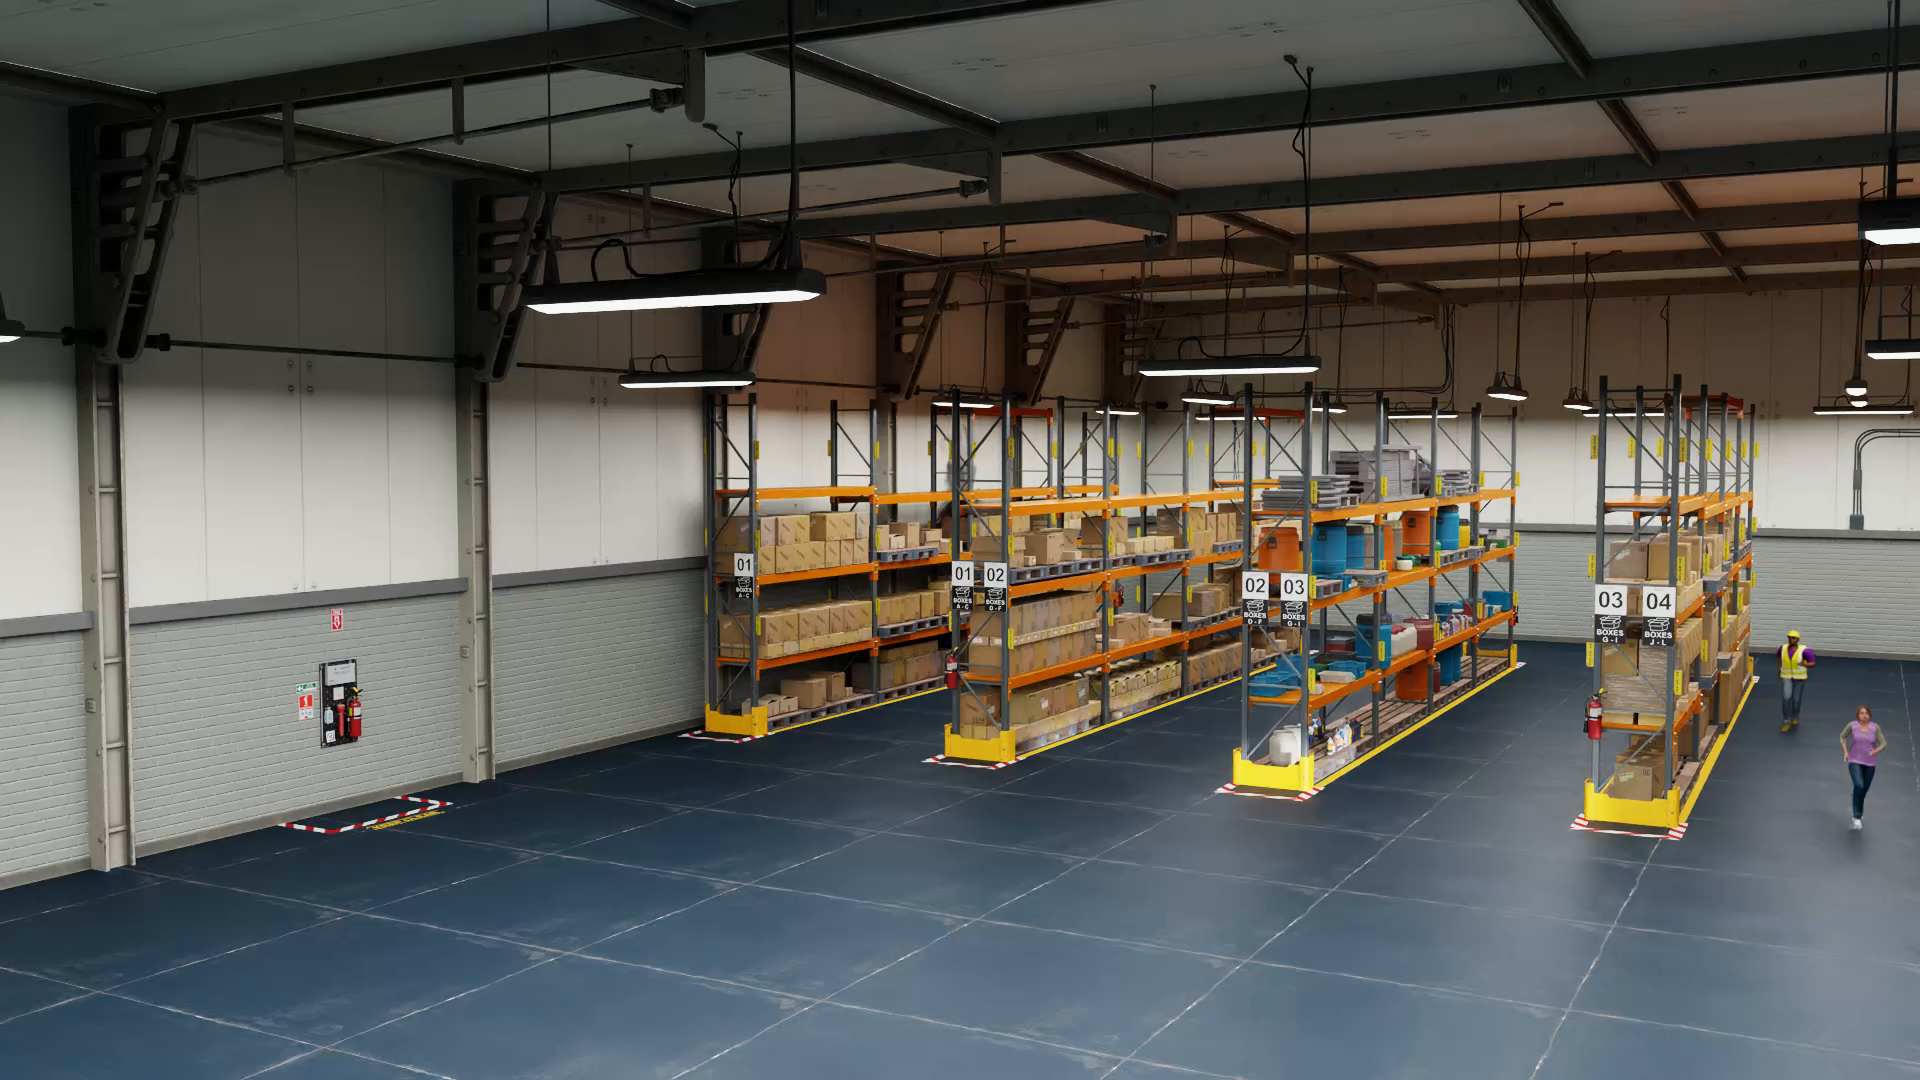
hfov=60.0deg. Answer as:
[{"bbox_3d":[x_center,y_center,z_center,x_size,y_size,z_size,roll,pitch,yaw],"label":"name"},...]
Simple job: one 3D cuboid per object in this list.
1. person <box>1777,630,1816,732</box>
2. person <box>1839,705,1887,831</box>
[{"bbox_3d":[14.945,2.520,29.759,0.665,1.830,0.798,2,4,33],"label":"person"},{"bbox_3d":[12.024,3.007,22.159,0.524,1.642,0.719,1,3,16],"label":"person"}]
